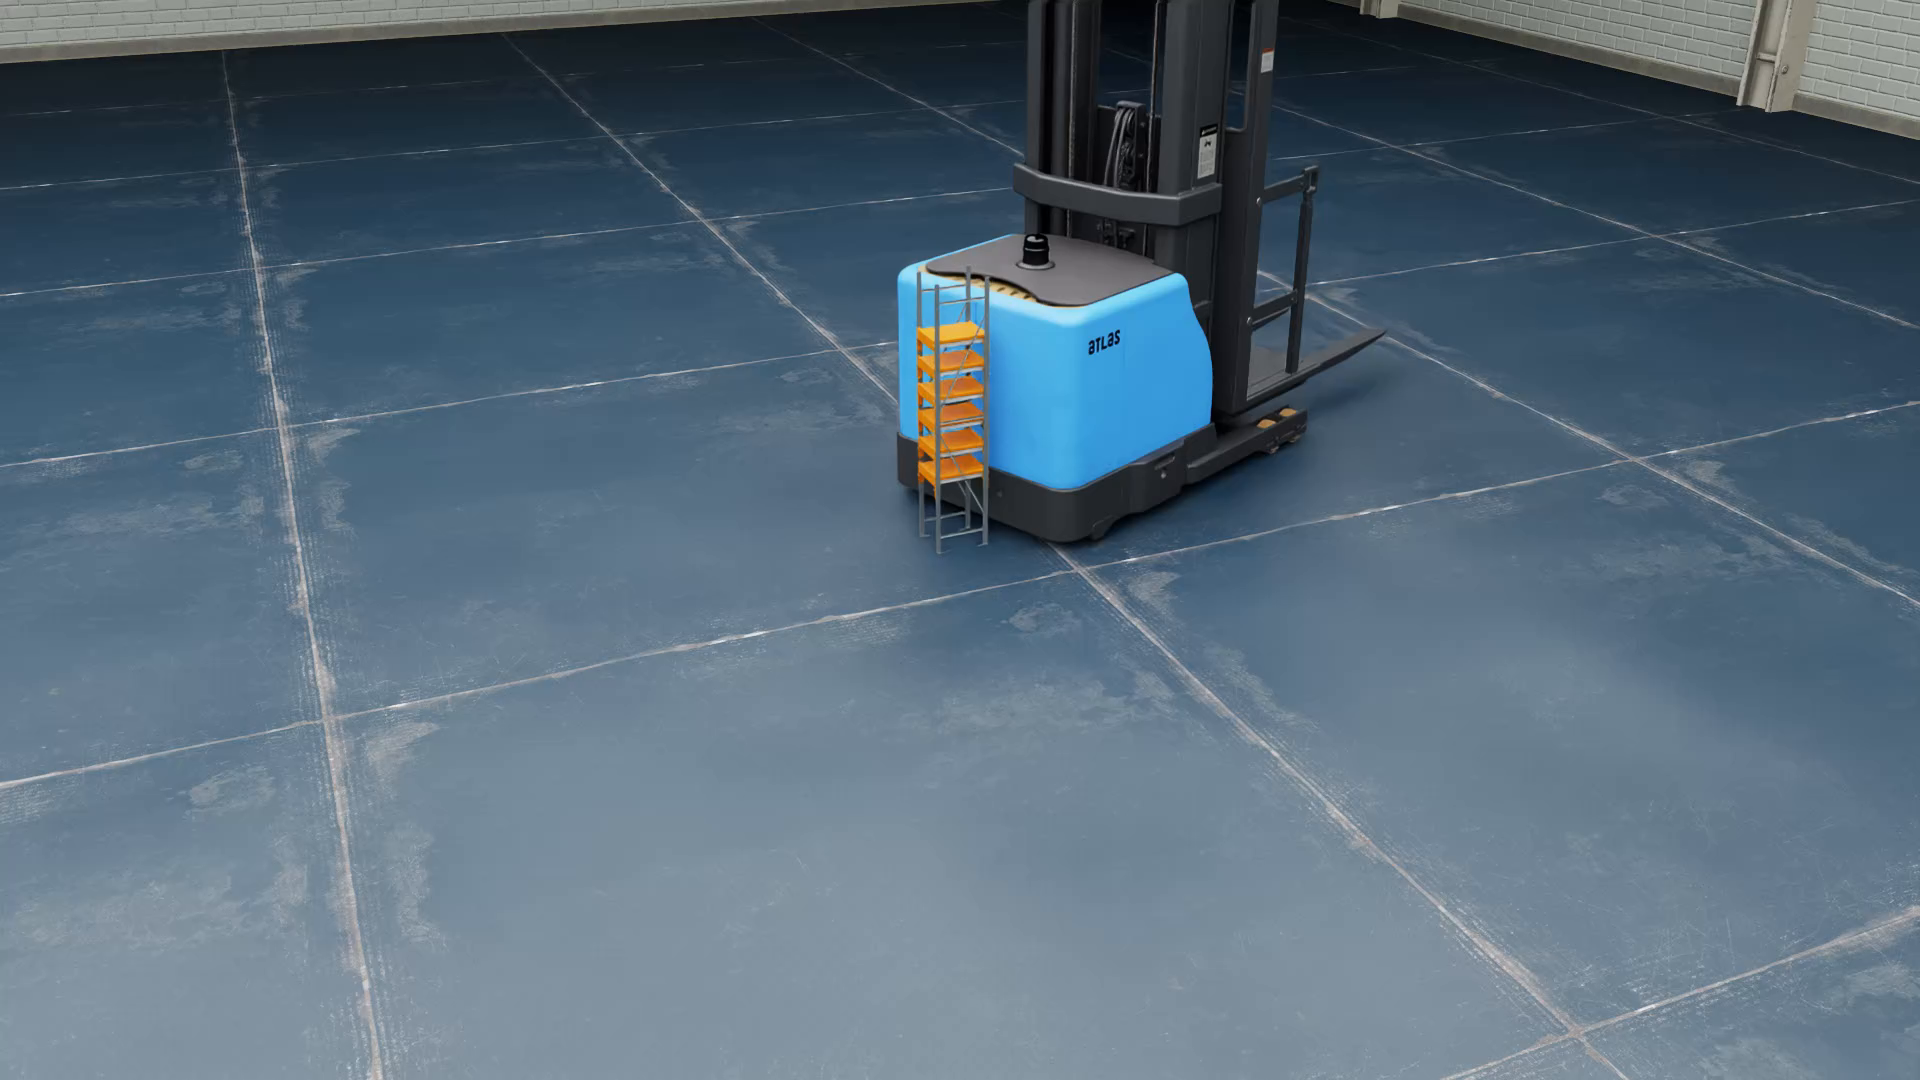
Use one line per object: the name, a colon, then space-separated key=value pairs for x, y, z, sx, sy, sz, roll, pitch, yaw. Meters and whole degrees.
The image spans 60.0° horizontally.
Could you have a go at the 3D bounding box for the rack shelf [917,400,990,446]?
rack shelf: x=-0.029 y=-0.492 z=6.991 sx=0.258 sy=0.103 sz=0.180 roll=-11 pitch=28 yaw=-21

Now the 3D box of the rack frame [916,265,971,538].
rack frame: x=-0.066 y=-0.569 z=7.047 sx=0.240 sy=1.200 sz=0.006 roll=-11 pitch=28 yaw=-21

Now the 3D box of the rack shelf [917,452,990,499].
rack shelf: x=-0.029 y=-0.276 z=7.097 sx=0.258 sy=0.103 sz=0.180 roll=-11 pitch=28 yaw=-21

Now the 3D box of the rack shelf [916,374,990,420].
rack shelf: x=-0.029 y=-0.600 z=6.938 sx=0.258 sy=0.103 sz=0.180 roll=-11 pitch=28 yaw=-21

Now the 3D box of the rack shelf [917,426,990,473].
rack shelf: x=-0.029 y=-0.384 z=7.044 sx=0.258 sy=0.103 sz=0.180 roll=-11 pitch=28 yaw=-21

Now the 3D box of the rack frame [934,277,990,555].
rack frame: x=0.008 y=-0.495 z=6.897 sx=0.240 sy=1.200 sz=0.006 roll=-11 pitch=28 yaw=-21

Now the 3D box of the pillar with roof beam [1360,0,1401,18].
pillar with roof beam: x=1.206 y=-9.771 z=17.006 sx=9.100 sy=9.000 sz=0.400 roll=-11 pitch=28 yaw=-21

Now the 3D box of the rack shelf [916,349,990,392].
rack shelf: x=-0.029 y=-0.708 z=6.886 sx=0.258 sy=0.103 sz=0.180 roll=-11 pitch=28 yaw=-21

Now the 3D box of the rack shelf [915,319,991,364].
rack shelf: x=-0.029 y=-0.815 z=6.833 sx=0.258 sy=0.103 sz=0.180 roll=-11 pitch=28 yaw=-21

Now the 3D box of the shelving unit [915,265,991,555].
shelving unit: x=-0.029 y=-0.532 z=6.972 sx=0.258 sy=1.200 sz=0.189 roll=-11 pitch=28 yaw=-21

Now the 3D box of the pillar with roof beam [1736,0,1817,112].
pillar with roof beam: x=3.555 y=-7.349 z=12.045 sx=9.100 sy=9.000 sz=0.400 roll=-11 pitch=28 yaw=-21

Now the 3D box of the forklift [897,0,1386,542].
forklift: x=1.073 y=-1.871 z=7.741 sx=1.130 sy=2.935 sz=3.031 roll=22 pitch=33 yaw=37
